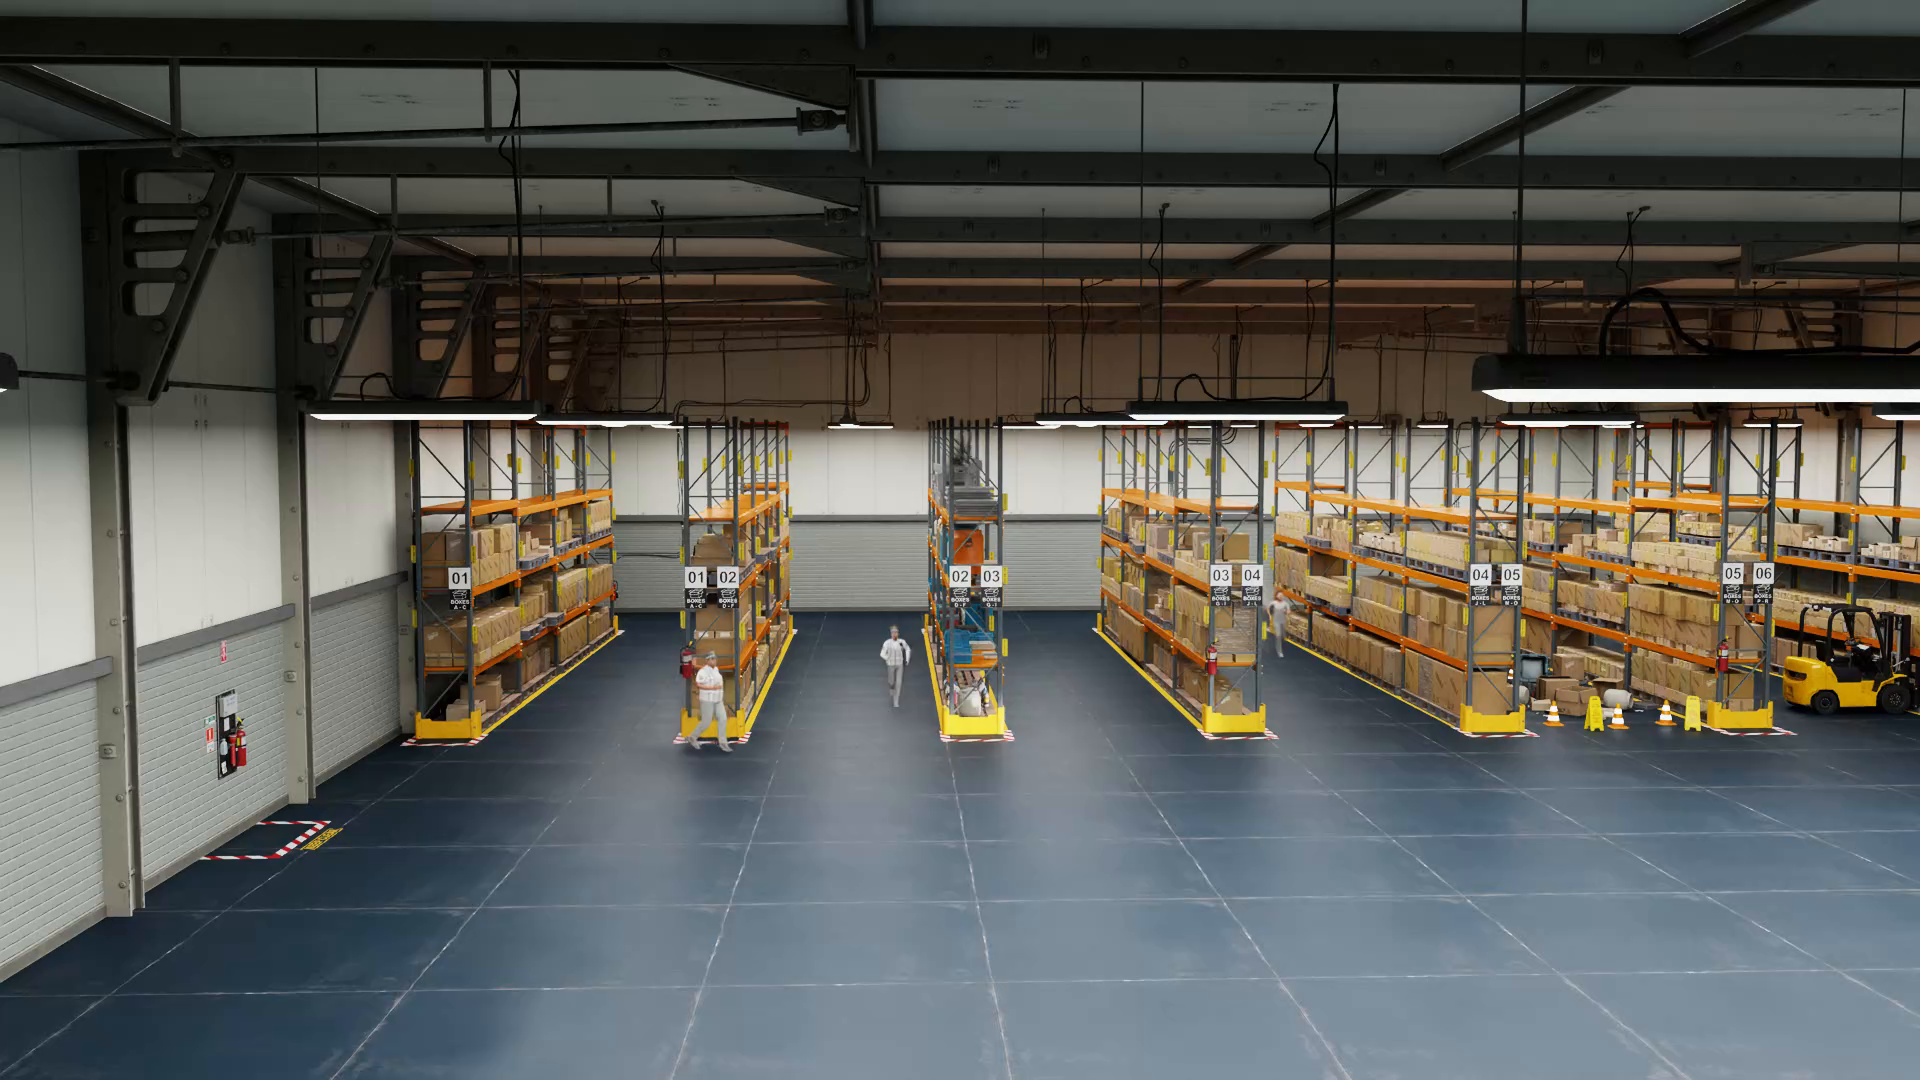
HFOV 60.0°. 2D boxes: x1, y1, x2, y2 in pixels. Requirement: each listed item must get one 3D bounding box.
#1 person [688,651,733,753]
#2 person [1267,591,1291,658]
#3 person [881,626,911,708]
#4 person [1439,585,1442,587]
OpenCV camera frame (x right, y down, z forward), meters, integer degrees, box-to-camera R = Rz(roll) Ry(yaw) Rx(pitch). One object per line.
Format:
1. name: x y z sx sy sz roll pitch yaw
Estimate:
1. person: -4.473 2.887 29.784 0.859 1.822 0.666 2 4 31
2. person: 8.112 2.109 42.240 0.565 1.652 0.970 0 4 -5
3. person: -1.339 2.619 34.716 0.630 1.661 0.938 0 4 -3
4. person: 14.385 1.706 49.437 0.518 1.594 0.647 2 4 23
